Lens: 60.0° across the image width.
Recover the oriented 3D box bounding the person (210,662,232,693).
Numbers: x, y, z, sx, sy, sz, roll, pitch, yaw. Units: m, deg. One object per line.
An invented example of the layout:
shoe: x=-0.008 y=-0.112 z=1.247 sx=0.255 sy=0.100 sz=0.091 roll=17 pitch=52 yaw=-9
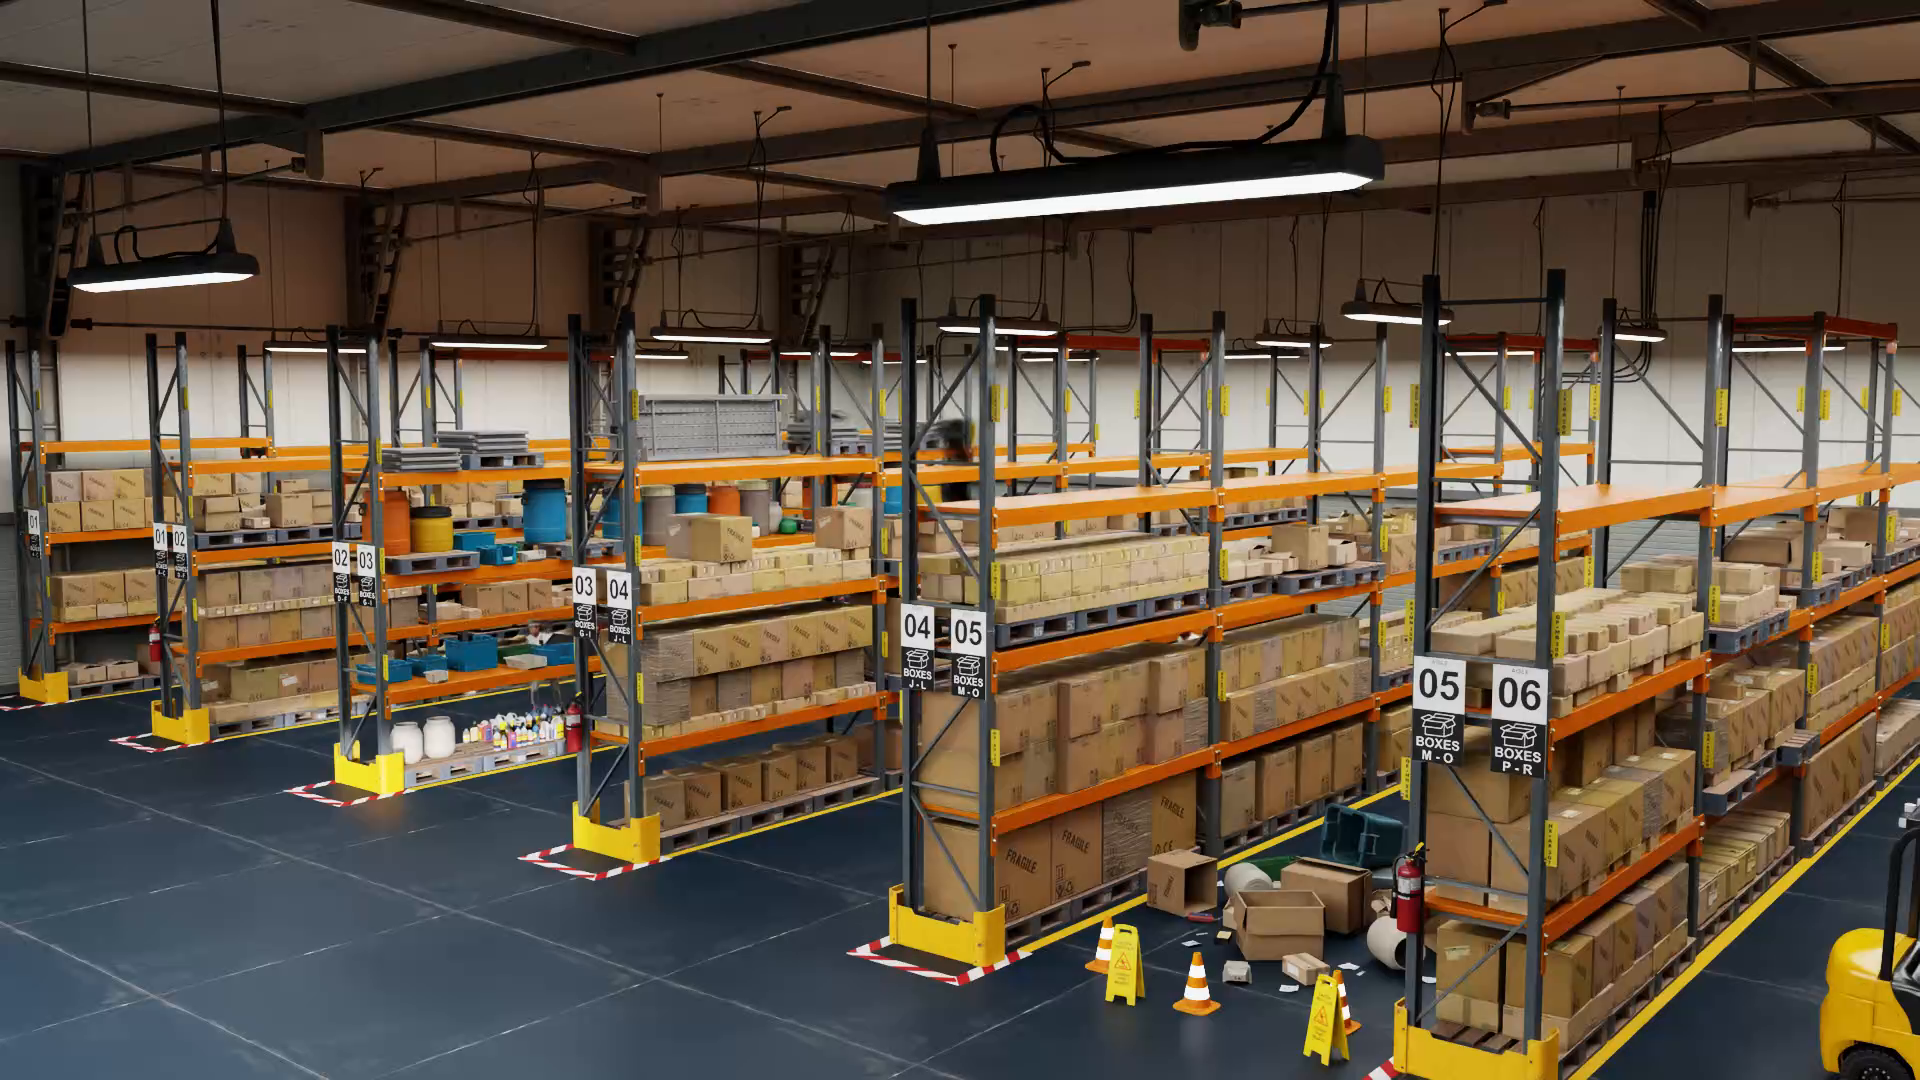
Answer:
person: x=-12.004 y=1.965 z=26.792 sx=0.544 sy=1.577 sz=0.916 roll=3 pitch=6 yaw=26

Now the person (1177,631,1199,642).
person: x=3.393 y=1.923 z=24.434 sx=0.777 sy=1.655 sz=0.641 roll=-4 pitch=6 yaw=-34

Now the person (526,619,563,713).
person: x=-6.574 y=2.037 z=26.223 sx=0.604 sy=1.630 sz=0.747 roll=0 pitch=5 yaw=-5
